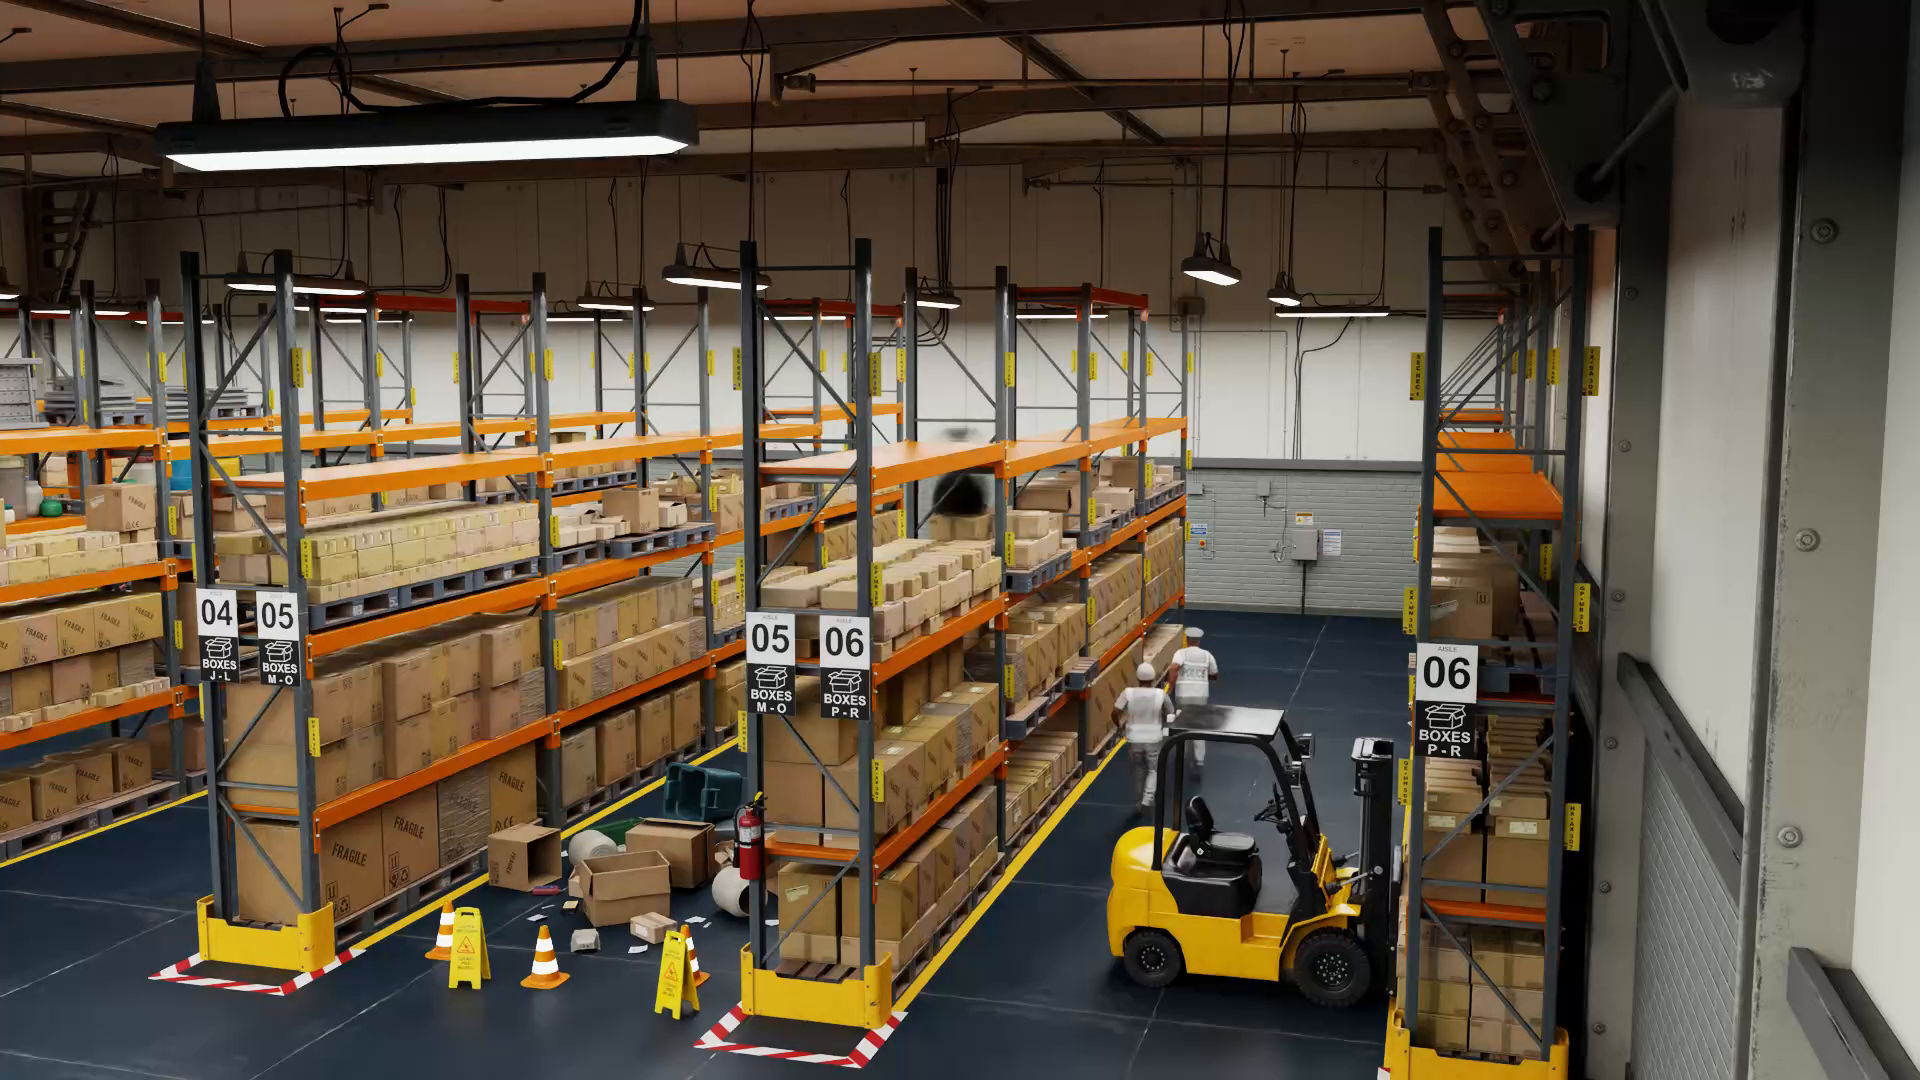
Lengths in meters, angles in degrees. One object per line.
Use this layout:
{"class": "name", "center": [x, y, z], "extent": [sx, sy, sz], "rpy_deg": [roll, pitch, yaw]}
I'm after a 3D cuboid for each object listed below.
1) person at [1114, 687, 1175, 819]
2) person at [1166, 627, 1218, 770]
{"class": "person", "center": [2.052, 2.353, 18.460], "extent": [0.660, 1.493, 0.909], "rpy_deg": [2, 7, 14]}
{"class": "person", "center": [2.887, 1.986, 20.707], "extent": [0.672, 1.740, 1.011], "rpy_deg": [0, 6, 4]}
